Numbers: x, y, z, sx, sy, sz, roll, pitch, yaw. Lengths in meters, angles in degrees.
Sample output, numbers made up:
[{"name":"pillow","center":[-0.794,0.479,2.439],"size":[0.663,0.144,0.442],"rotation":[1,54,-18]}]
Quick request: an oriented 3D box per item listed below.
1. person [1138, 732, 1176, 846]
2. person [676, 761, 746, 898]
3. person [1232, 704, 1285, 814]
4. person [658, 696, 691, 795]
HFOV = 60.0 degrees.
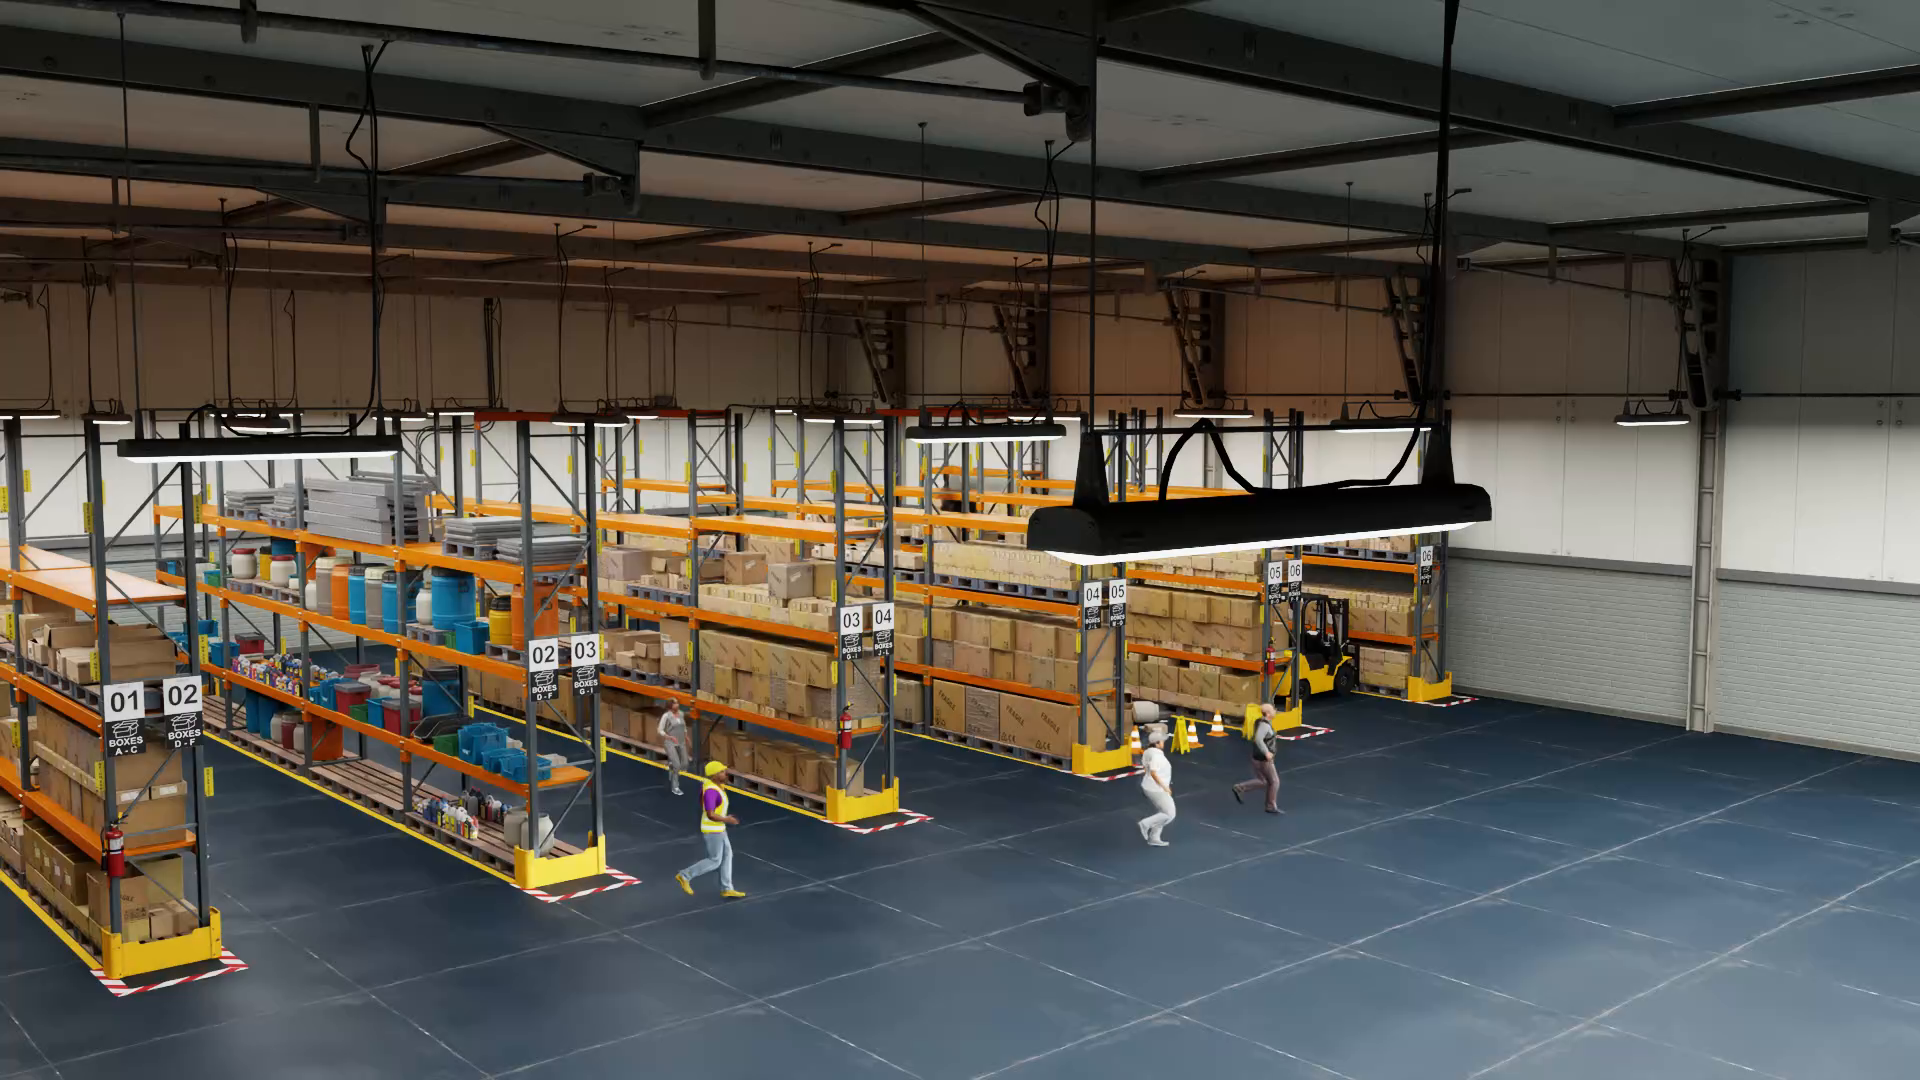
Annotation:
[{"name":"person","center":[2.724,3.490,23.251],"size":[0.552,1.627,0.617],"rotation":[-1,5,-12]},{"name":"person","center":[-3.132,3.638,20.844],"size":[0.871,1.761,0.709],"rotation":[-1,5,-10]},{"name":"person","center":[4.512,3.303,25.020],"size":[0.809,1.706,0.684],"rotation":[0,5,1]},{"name":"person","center":[-4.539,3.251,26.374],"size":[0.539,1.560,0.549],"rotation":[-5,7,-43]}]
